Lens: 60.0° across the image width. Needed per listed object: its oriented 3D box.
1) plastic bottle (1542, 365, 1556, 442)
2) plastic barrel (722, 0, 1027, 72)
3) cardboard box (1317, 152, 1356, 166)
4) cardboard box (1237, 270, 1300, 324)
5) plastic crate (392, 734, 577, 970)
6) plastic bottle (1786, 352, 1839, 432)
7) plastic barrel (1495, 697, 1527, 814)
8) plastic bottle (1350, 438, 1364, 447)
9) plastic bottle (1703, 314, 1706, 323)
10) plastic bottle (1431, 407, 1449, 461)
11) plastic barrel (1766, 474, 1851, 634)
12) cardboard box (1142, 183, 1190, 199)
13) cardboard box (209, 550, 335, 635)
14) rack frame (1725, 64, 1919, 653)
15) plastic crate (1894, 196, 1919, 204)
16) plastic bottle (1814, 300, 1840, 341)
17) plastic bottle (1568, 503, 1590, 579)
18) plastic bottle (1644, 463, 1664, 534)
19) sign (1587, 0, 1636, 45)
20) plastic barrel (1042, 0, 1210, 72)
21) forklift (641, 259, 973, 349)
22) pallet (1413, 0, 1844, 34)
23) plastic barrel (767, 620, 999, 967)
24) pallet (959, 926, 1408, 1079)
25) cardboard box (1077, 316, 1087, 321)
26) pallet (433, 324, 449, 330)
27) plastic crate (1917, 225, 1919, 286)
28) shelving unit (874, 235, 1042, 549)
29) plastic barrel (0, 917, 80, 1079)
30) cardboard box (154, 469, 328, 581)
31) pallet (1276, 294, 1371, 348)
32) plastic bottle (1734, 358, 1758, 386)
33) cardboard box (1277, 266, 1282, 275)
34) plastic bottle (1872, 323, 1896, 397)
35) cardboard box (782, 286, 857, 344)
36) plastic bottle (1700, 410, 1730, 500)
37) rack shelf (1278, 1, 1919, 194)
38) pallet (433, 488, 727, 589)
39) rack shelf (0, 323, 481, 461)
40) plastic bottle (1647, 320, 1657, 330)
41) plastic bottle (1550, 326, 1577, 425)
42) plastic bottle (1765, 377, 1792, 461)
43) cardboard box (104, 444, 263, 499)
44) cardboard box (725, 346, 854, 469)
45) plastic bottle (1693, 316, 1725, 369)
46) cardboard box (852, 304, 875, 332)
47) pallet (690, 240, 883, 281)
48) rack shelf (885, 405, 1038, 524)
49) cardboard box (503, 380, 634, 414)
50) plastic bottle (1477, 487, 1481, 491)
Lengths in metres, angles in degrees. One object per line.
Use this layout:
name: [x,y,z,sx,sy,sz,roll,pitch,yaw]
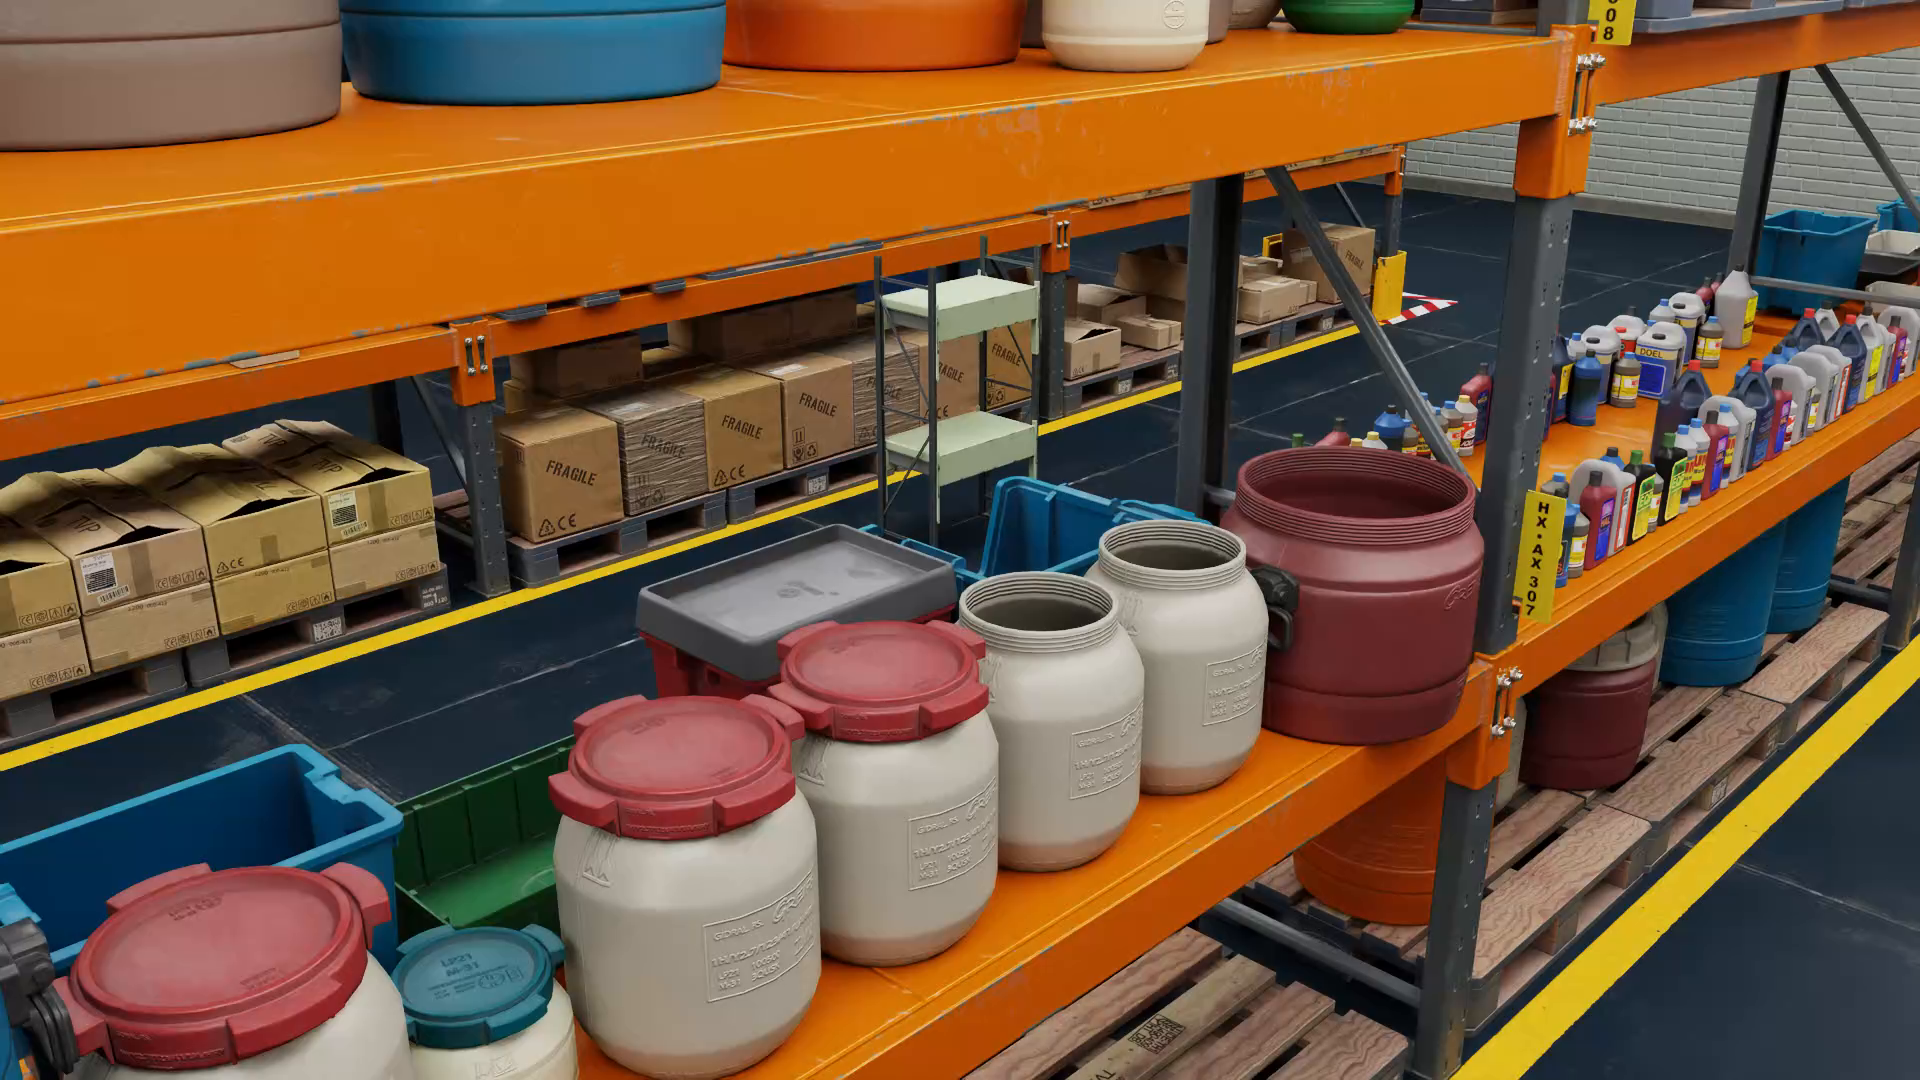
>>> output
plastic bottle: [2.017,-0.478,5.801,0.061,0.283,0.133,19,28,41]
plastic barrel: [-0.174,-1.293,2.977,0.600,0.830,0.708,19,28,41]
cardboard box: [2.569,-3.043,12.172,0.500,0.500,0.500,20,28,41]
cardboard box: [2.158,-1.798,12.290,0.500,0.250,0.500,19,28,41]
plastic crate: [-0.767,0.592,3.149,0.450,0.188,0.662,19,28,41]
plastic bottle: [3.058,-0.547,5.989,0.152,0.276,0.135,19,28,41]
plastic barrel: [1.670,0.651,5.583,0.421,0.512,0.421,0,21,0]
plastic bottle: [1.242,-0.219,5.241,0.097,0.201,0.097,0,21,0]
plastic bottle: [3.080,-0.896,7.003,0.097,0.201,0.097,0,21,0]
plastic bottle: [1.582,-0.344,5.567,0.097,0.201,0.097,0,21,0]
plastic barrel: [3.410,-0.126,7.061,0.600,0.901,0.708,19,28,41]
cardboard box: [1.161,-2.528,10.831,0.500,0.500,0.500,-20,28,-41]
cardboard box: [-3.085,0.160,7.226,0.500,0.250,0.500,19,28,40]
rack frame: [3.801,-1.045,7.113,1.000,3.000,0.127,19,28,41]
plastic crate: [5.265,-1.704,8.976,0.416,0.233,0.300,19,28,41]
plastic bottle: [3.291,-0.740,6.388,0.144,0.351,0.185,19,28,41]
plastic bottle: [1.713,-0.002,4.677,0.097,0.201,0.097,0,21,0]
plastic bottle: [2.061,-0.131,5.010,0.097,0.201,0.097,0,21,0]
sign: [1.410,-1.232,3.565,0.100,0.325,0.005,19,28,41]
plastic barrel: [0.291,-0.967,2.922,0.301,0.262,0.301,0,21,0]
forklift: [-1.385,-2.863,11.938,3.031,2.935,1.130,-14,25,-32]
pallet: [1.615,-1.501,4.381,1.003,0.211,1.213,19,28,41]
plastic barrel: [-0.141,0.457,3.015,0.433,0.535,0.433,0,21,0]
pallet: [0.443,1.474,4.445,1.003,0.211,1.213,19,28,41]
cardboard box: [0.668,-1.489,11.629,0.380,0.149,0.250,19,28,41]
pallet: [-4.632,-1.691,12.679,1.003,0.211,1.213,19,28,41]
plastic crate: [4.604,-1.270,7.524,0.402,0.464,0.583,19,28,41]
shelving unit: [-0.005,-0.698,8.301,0.431,1.500,0.755,19,28,41]
plastic barrel: [-1.293,0.754,1.734,0.600,0.901,0.708,19,28,41]
cardboard box: [-3.082,-0.100,7.120,0.500,0.311,0.500,19,28,40]
pallet: [2.437,-1.788,12.931,1.003,0.211,1.213,19,28,41]
plastic bottle: [2.793,-0.511,5.904,0.097,0.271,0.097,0,21,0]
cardboard box: [2.333,-2.111,13.222,0.380,0.166,0.250,19,28,41]
plastic bottle: [3.503,-0.711,6.416,0.152,0.276,0.135,19,28,41]
cardboard box: [-0.955,-1.354,9.742,0.500,0.250,0.500,19,28,41]
plastic bottle: [2.383,-0.278,5.280,0.061,0.283,0.133,19,28,41]
rack shelf: [2.406,-1.595,5.366,1.077,0.370,4.000,19,28,41]
pallet: [-1.987,-0.138,8.640,1.003,0.211,1.213,19,28,41]
rack shelf: [-3.931,-0.408,6.457,1.077,0.370,4.000,19,28,41]
plastic bottle: [2.782,-0.787,6.717,0.097,0.201,0.097,0,21,0]
plastic bottle: [2.148,-0.611,6.051,0.144,0.351,0.185,19,28,41]
plastic bottle: [2.767,-0.420,5.648,0.061,0.283,0.133,19,28,41]
cardboard box: [-3.472,-0.234,7.467,0.500,0.311,0.500,18,28,39]
cardboard box: [-0.938,-0.741,9.192,0.500,0.500,0.500,18,27,39]
plastic bottle: [3.053,-0.808,6.773,0.097,0.201,0.097,0,21,0]
cardboard box: [-0.621,-1.121,10.181,0.500,0.500,0.500,-20,28,-41]
pallet: [-1.182,-1.669,9.003,1.003,0.211,1.213,19,28,41]
rack shelf: [-0.005,-0.394,8.418,0.431,0.370,0.720,19,28,41]
cardboard box: [-2.051,-0.595,8.813,0.500,0.500,0.500,-19,28,-40]
plastic bottle: [1.436,-0.027,4.638,0.152,0.276,0.135,19,28,41]
